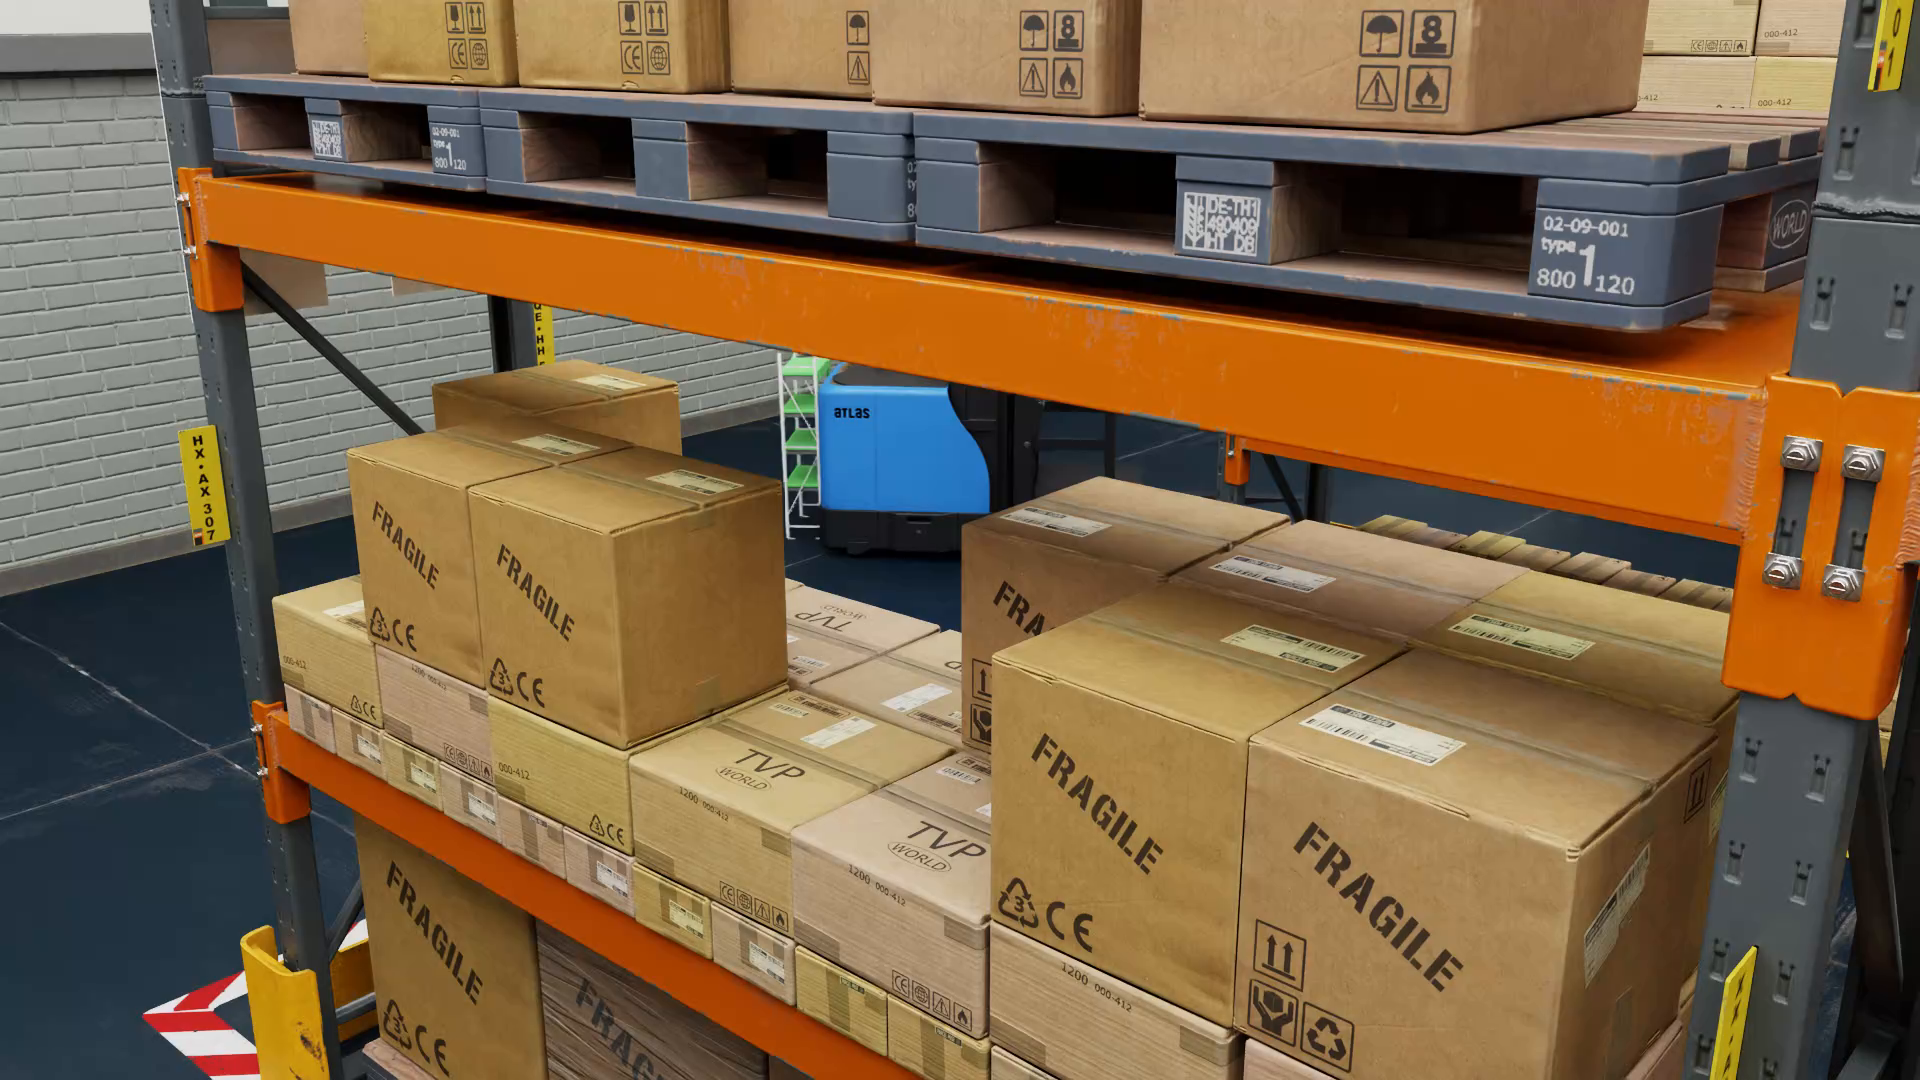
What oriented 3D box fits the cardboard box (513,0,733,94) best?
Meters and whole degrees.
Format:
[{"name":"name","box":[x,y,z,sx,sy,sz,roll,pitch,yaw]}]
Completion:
[{"name":"cardboard box","box":[-0.513,-1.222,3.519,0.500,0.500,0.700,13,22,36]}]

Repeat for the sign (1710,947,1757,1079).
[{"name":"sign","box":[0.927,0.657,2.021,0.005,0.325,0.100,15,23,39]}]

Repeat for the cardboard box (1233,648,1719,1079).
[{"name":"cardboard box","box":[0.773,0.522,2.525,0.500,0.500,0.500,16,24,41]}]

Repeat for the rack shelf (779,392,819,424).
[{"name":"rack shelf","box":[-0.981,-0.821,10.626,0.258,0.148,0.480,1,18,5]}]

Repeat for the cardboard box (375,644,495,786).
[{"name":"cardboard box","box":[-1.124,0.368,4.249,0.500,0.250,0.500,15,23,39]}]

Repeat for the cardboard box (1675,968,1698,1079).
[{"name":"cardboard box","box":[1.117,0.757,3.023,0.500,0.250,0.500,15,23,38]}]

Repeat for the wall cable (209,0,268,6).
[{"name":"wall cable","box":[-3.639,-6.130,9.732,0.120,5.999,2.277,15,23,39]}]

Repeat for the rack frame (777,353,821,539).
[{"name":"rack frame","box":[-0.999,-0.579,10.447,0.240,1.200,0.015,1,18,5]}]

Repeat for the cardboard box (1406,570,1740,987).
[{"name":"cardboard box","box":[1.106,0.400,2.911,0.500,0.500,0.500,15,23,39]}]

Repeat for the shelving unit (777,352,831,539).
[{"name":"shelving unit","box":[-0.978,-0.653,10.679,0.258,1.200,0.503,1,18,5]}]

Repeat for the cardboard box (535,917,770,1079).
[{"name":"cardboard box","box":[-0.485,1.284,4.426,0.875,0.875,0.875,15,23,39]}]

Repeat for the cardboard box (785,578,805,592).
[{"name":"cardboard box","box":[-0.780,0.247,4.631,0.500,0.250,0.500,15,23,38]}]

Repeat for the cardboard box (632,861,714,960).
[{"name":"cardboard box","box":[-0.499,0.752,3.698,0.250,0.149,0.380,14,23,38]}]

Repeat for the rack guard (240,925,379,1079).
[{"name":"rack guard","box":[-1.715,1.365,5.485,0.348,0.500,1.175,15,23,39]}]

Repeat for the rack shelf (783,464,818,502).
[{"name":"rack shelf","box":[-0.974,-0.363,10.771,0.258,0.148,0.480,1,18,5]}]

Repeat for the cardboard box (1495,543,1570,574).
[{"name":"cardboard box","box":[2.814,0.153,8.205,0.250,0.149,0.380,14,22,37]}]

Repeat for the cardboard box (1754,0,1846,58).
[{"name":"cardboard box","box":[3.374,-1.963,6.301,0.500,0.250,0.500,16,24,41]}]

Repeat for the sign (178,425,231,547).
[{"name":"sign","box":[-2.070,-0.148,4.557,0.005,0.325,0.100,15,23,39]}]

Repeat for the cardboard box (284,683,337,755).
[{"name":"cardboard box","box":[-1.651,0.444,4.670,0.250,0.149,0.380,15,23,40]}]

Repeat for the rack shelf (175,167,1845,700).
[{"name":"rack shelf","box":[-0.201,-0.507,3.481,4.000,0.370,1.077,15,23,39]}]

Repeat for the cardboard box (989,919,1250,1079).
[{"name":"cardboard box","box":[0.402,0.778,2.957,0.500,0.250,0.500,16,24,41]}]

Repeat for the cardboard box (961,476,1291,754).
[{"name":"cardboard box","box":[0.351,0.195,3.553,0.500,0.500,0.500,14,22,38]}]

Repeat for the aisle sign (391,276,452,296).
[{"name":"aisle sign","box":[-1.552,-1.143,4.958,0.004,0.787,0.394,15,23,39]}]

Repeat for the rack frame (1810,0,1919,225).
[{"name":"rack frame","box":[1.295,-1.878,1.654,0.127,3.000,1.000,15,23,39]}]

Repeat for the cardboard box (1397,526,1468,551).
[{"name":"cardboard box","box":[2.385,0.064,8.487,0.250,0.149,0.380,16,23,40]}]

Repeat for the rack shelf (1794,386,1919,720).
[{"name":"rack shelf","box":[2.791,0.296,0.951,4.000,0.370,1.077,15,23,39]}]

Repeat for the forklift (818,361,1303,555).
[{"name":"forklift","box":[0.675,-1.404,10.189,3.031,2.935,1.130,1,18,5]}]

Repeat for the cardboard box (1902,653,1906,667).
[{"name":"cardboard box","box":[4.154,0.530,7.018,0.250,0.149,0.380,15,23,39]}]

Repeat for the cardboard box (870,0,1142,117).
[{"name":"cardboard box","box":[0.270,-0.996,2.809,0.500,0.500,0.700,17,24,42]}]

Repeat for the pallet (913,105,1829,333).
[{"name":"pallet","box":[0.690,-0.573,2.646,1.213,0.211,1.003,15,23,39]}]

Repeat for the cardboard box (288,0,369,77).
[{"name":"cardboard box","box":[-1.273,-1.455,4.253,0.500,0.500,0.700,13,22,36]}]

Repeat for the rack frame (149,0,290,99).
[{"name":"rack frame","box":[-1.697,-2.681,4.184,0.127,3.000,1.000,15,23,39]}]

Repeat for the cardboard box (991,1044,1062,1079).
[{"name":"cardboard box","box":[0.272,0.959,3.046,0.250,0.149,0.380,16,23,40]}]

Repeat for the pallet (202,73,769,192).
[{"name":"pallet","box":[-1.135,-1.063,4.189,1.213,0.211,1.003,15,23,39]}]

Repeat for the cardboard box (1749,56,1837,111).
[{"name":"cardboard box","box":[3.370,-1.721,6.365,0.500,0.250,0.500,15,23,39]}]

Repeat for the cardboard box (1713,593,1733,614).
[{"name":"cardboard box","box":[3.549,0.377,7.499,0.250,0.149,0.380,14,22,37]}]

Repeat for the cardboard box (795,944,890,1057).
[{"name":"cardboard box","box":[-0.112,0.856,3.371,0.250,0.149,0.380,15,23,38]}]

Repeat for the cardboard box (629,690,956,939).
[{"name":"cardboard box","box":[-0.357,0.573,3.602,0.500,0.250,0.500,14,23,38]}]

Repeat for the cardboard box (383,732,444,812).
[{"name":"cardboard box","box":[-1.266,0.546,4.347,0.250,0.149,0.380,14,23,38]}]

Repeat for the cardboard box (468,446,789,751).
[{"name":"cardboard box","box":[-0.752,0.111,3.820,0.500,0.500,0.500,14,23,38]}]

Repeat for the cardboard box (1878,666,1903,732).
[{"name":"cardboard box","box":[3.815,0.651,6.636,0.250,0.149,0.380,15,23,39]}]

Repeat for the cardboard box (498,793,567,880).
[{"name":"cardboard box","box":[-0.881,0.650,4.021,0.250,0.149,0.380,14,23,38]}]

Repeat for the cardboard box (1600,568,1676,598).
[{"name":"cardboard box","box":[3.176,0.273,7.829,0.250,0.149,0.380,14,22,37]}]

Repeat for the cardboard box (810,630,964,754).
[{"name":"cardboard box","box":[-0.006,0.453,3.982,0.500,0.250,0.500,15,23,39]}]
